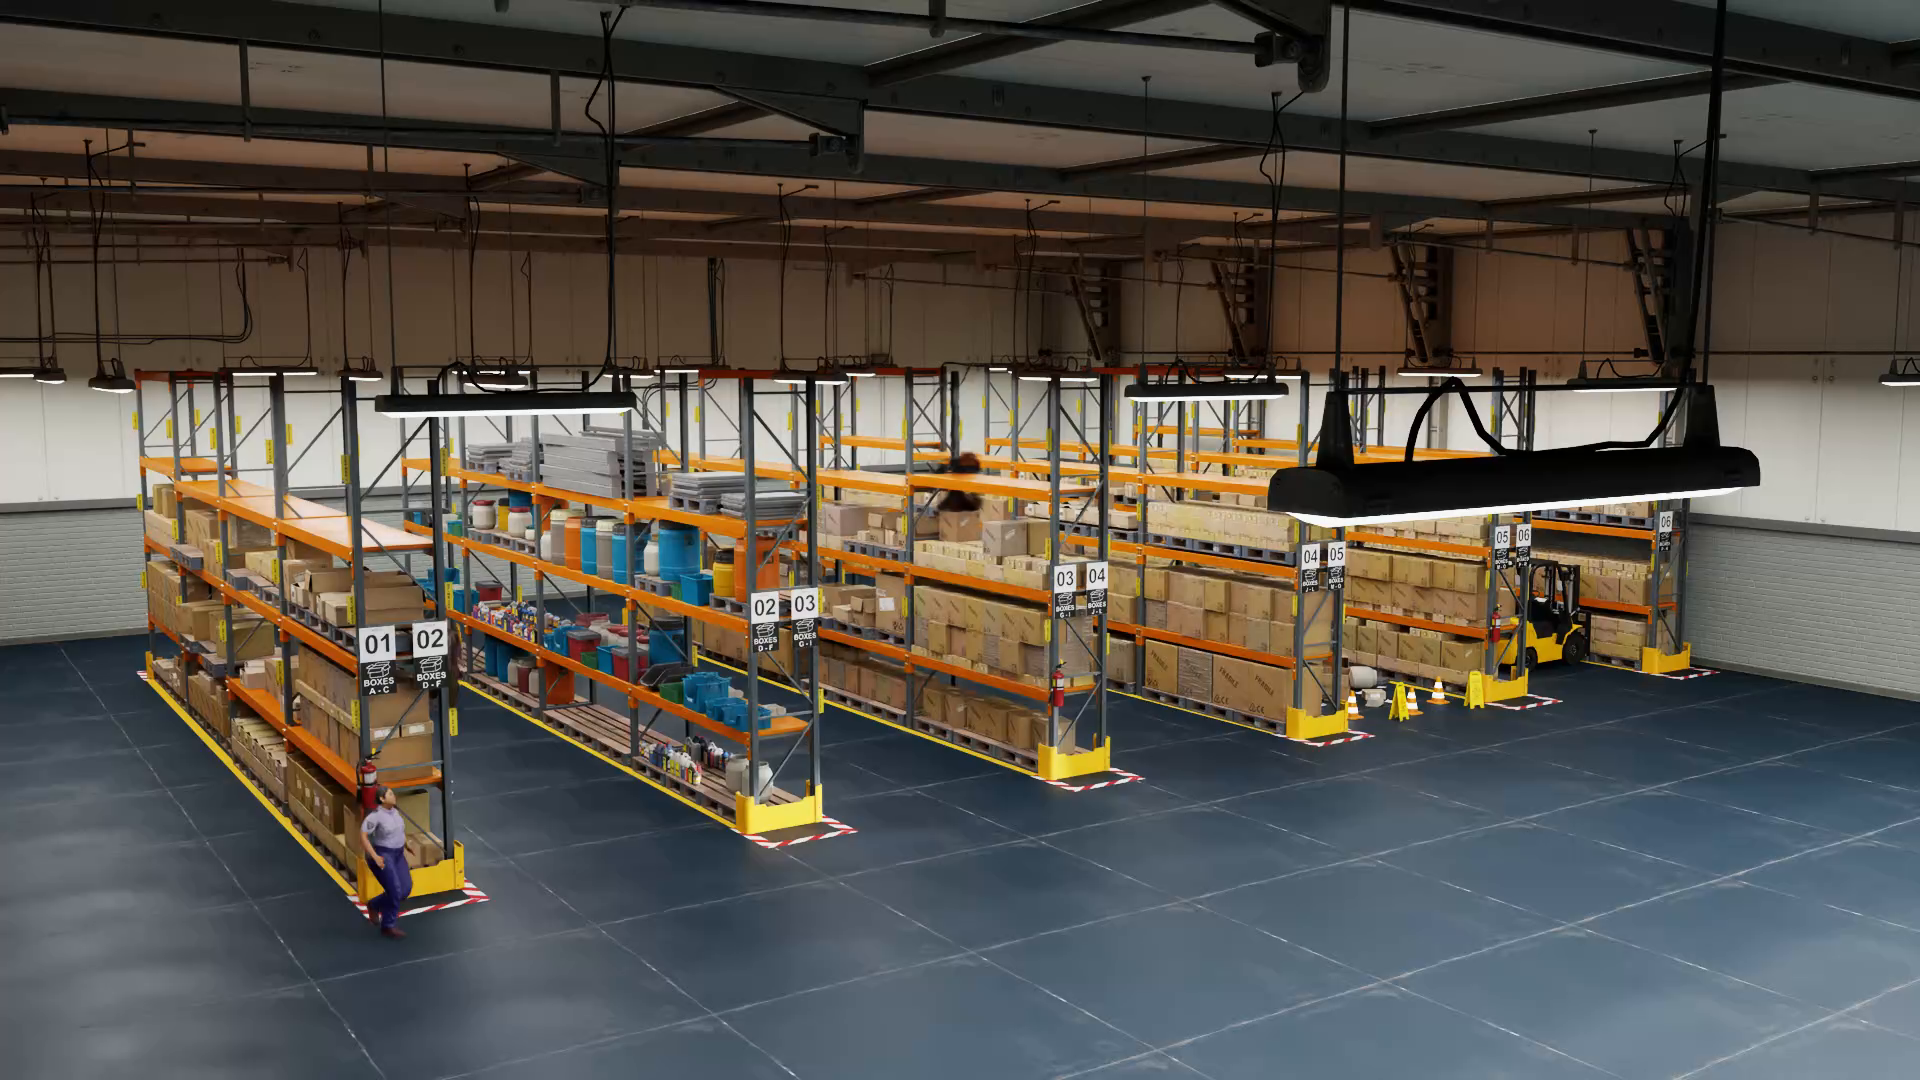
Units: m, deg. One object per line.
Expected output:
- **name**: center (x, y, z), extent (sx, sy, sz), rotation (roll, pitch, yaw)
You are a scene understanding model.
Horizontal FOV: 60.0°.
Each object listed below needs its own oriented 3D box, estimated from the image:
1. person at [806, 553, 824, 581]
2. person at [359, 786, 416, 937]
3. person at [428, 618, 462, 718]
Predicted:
- **person**: center (-3.451, 1.133, 38.410), extent (0.670, 1.775, 0.896), rotation (-3, 7, -26)
- **person**: center (-6.270, 3.503, 18.216), extent (0.544, 1.605, 0.660), rotation (2, 7, 15)
- **person**: center (-9.001, 2.204, 28.981), extent (0.702, 1.743, 0.846), rotation (-5, 8, -40)
